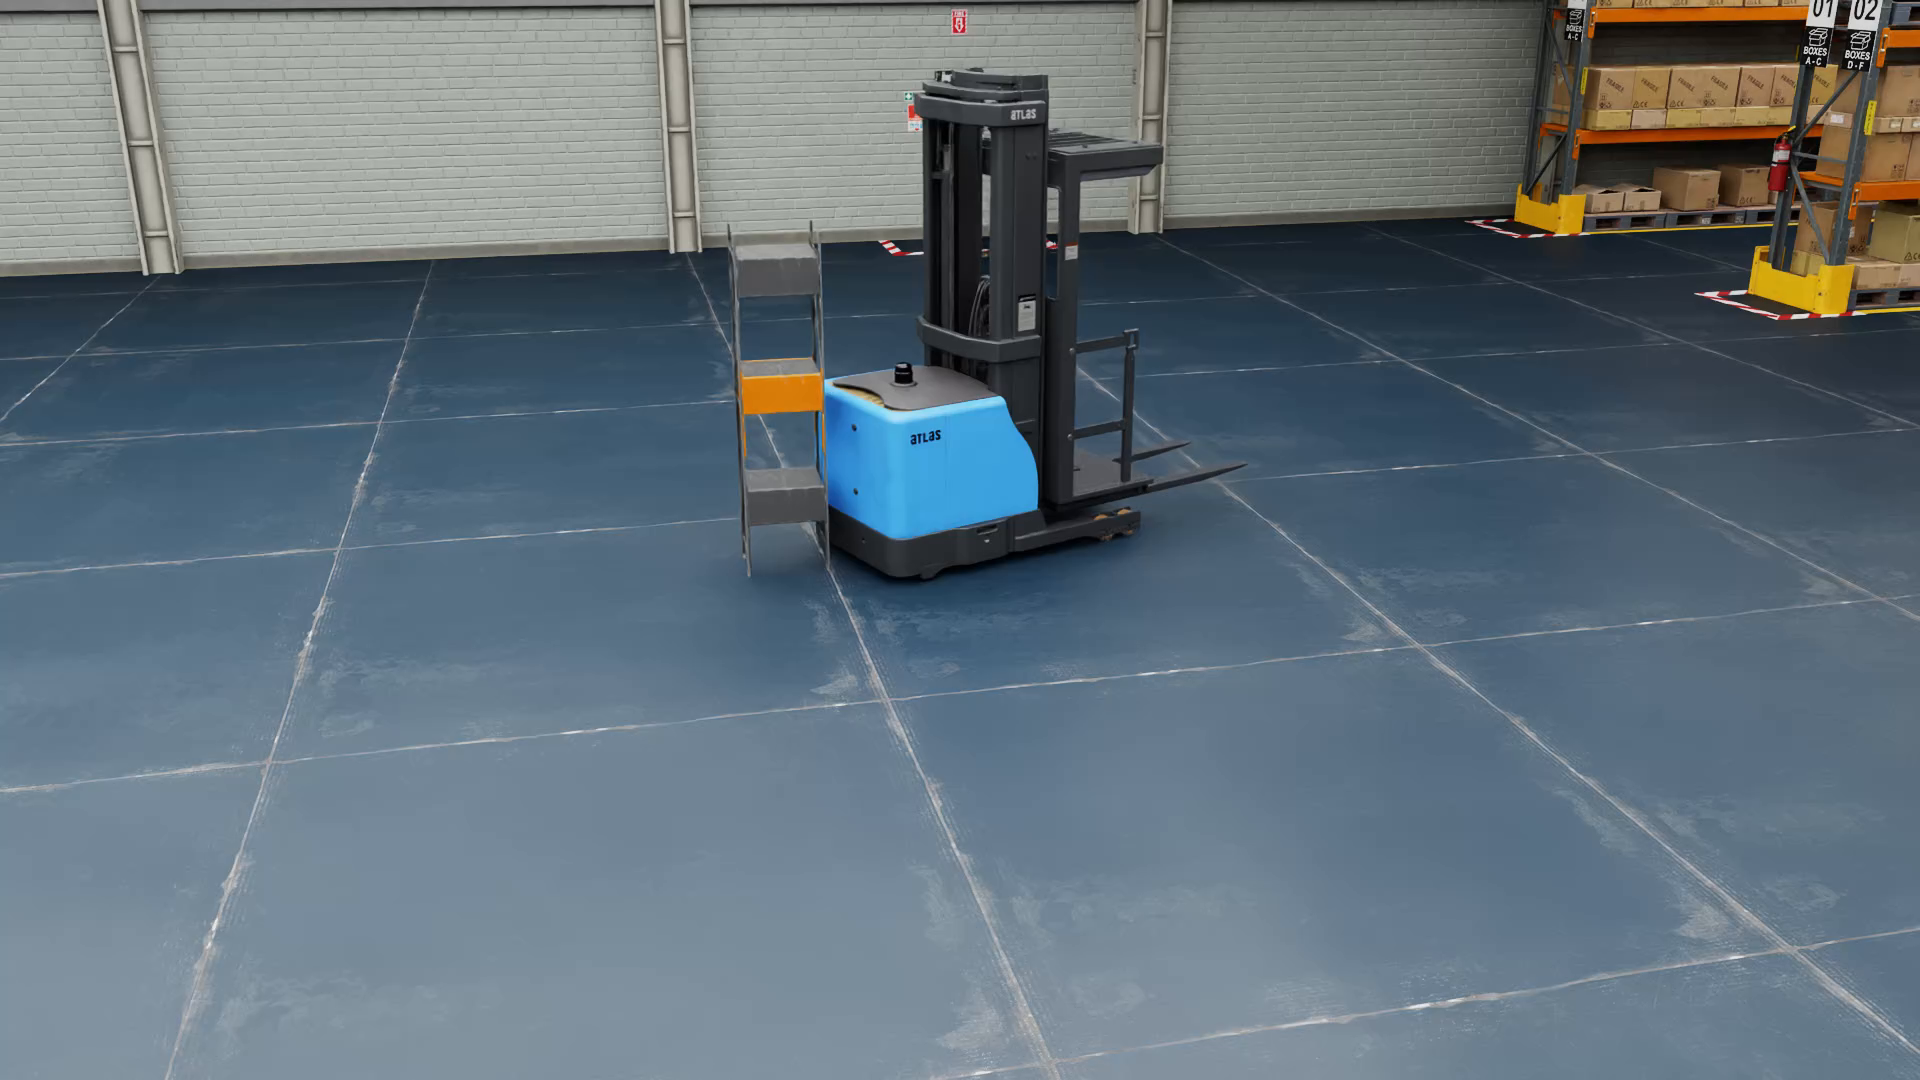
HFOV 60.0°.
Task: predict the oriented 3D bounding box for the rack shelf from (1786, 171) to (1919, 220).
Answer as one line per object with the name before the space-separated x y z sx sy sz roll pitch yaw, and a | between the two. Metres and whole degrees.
rack shelf | 10.882 -3.765 17.778 4.000 0.370 1.077 -5 21 -12

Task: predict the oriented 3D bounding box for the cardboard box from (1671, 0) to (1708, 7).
cardboard box | 9.210 -7.083 21.255 0.500 0.500 0.500 -4 20 -10

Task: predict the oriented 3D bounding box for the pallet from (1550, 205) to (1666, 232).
pallet | 8.664 -4.352 22.388 1.213 0.211 1.003 -5 21 -12

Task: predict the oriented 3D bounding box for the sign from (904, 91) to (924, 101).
sign | -0.534 -5.544 20.765 0.331 0.109 0.001 -5 21 -12

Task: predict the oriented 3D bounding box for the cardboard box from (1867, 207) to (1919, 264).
cardboard box | 9.995 -3.211 17.517 0.500 0.500 0.500 -5 21 -12

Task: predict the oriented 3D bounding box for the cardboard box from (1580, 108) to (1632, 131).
cardboard box | 8.340 -5.474 21.586 0.500 0.250 0.500 -5 21 -14

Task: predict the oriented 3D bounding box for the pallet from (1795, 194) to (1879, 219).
pallet | 12.442 -4.672 23.262 1.213 0.211 1.003 -5 21 -12

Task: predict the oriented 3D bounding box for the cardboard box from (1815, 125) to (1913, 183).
cardboard box | 9.393 -4.024 17.294 0.500 0.500 0.700 -5 21 -12

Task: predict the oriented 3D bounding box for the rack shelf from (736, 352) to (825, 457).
rack shelf | -1.090 -0.824 10.045 0.480 0.518 0.431 -4 21 -11

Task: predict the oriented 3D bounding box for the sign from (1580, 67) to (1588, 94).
sign | 7.917 -5.827 21.104 0.005 0.325 0.100 -5 21 -12

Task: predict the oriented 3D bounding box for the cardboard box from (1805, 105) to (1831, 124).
cardboard box | 11.293 -5.719 22.256 0.500 0.250 0.500 -5 21 -12

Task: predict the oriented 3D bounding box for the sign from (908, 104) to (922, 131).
sign | -0.541 -5.297 20.863 0.234 0.329 0.001 -5 21 -12

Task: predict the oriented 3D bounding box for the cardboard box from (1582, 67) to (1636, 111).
cardboard box | 8.326 -5.831 21.470 0.500 0.500 0.500 -5 21 -12

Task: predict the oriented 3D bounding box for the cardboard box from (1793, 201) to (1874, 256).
cardboard box | 9.389 -3.345 17.882 0.500 0.500 0.500 -5 21 -12

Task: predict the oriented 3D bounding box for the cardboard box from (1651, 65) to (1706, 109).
cardboard box | 9.313 -5.905 21.674 0.500 0.500 0.500 -5 21 -14

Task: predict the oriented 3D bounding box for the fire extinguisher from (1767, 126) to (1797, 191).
fire extinguisher | 8.713 -4.055 17.635 0.183 0.674 0.296 -5 21 -12

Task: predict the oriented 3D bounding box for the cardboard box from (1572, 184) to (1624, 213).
cardboard box | 8.486 -4.571 22.202 0.500 0.311 0.500 -7 21 -19

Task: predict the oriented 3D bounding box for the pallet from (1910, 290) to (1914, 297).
pallet | 10.855 -2.805 18.166 1.213 0.211 1.003 -5 21 -12

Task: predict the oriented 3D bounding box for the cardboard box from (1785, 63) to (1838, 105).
cardboard box | 11.296 -6.069 22.121 0.500 0.500 0.500 -5 21 -13

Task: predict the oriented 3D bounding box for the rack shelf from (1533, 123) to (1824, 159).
rack shelf | 9.738 -5.423 22.304 4.000 0.370 1.077 -5 21 -12

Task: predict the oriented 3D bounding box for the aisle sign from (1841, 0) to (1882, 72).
aisle sign | 8.942 -5.058 16.481 0.004 0.787 0.394 -5 21 -12

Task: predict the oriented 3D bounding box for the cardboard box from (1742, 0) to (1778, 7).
cardboard box | 10.224 -7.169 21.489 0.500 0.500 0.500 -5 21 -15

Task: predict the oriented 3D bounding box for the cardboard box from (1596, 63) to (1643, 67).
cardboard box | 8.694 -6.039 22.037 0.500 0.500 0.500 -4 21 -12

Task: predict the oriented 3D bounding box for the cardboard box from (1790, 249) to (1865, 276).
cardboard box | 9.389 -2.992 18.009 0.500 0.250 0.500 -5 21 -12

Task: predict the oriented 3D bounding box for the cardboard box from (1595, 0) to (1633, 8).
cardboard box | 8.175 -7.010 21.055 0.500 0.500 0.500 -4 21 -11

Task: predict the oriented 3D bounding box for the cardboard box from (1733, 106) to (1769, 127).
cardboard box | 10.321 -5.638 22.033 0.500 0.250 0.500 -5 21 -13

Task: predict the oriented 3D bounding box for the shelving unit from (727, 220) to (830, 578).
shelving unit | -1.090 -0.837 10.040 0.503 2.100 0.431 -4 21 -11

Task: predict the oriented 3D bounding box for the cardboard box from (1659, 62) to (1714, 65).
cardboard box | 9.686 -6.121 22.262 0.500 0.500 0.500 -4 21 -12

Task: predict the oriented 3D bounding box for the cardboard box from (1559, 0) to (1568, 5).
cardboard box | 8.140 -7.185 21.533 0.500 0.500 0.500 -3 20 -9

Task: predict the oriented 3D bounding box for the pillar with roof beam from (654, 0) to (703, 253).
pillar with roof beam | -2.413 -6.374 15.131 0.400 9.000 9.100 -5 21 -12

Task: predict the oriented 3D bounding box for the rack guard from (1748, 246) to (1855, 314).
rack guard | 8.912 -2.769 17.647 0.348 0.500 1.175 -5 21 -12

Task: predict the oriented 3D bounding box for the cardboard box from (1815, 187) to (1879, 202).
cardboard box | 12.397 -5.016 23.141 0.500 0.500 0.700 -4 20 -11

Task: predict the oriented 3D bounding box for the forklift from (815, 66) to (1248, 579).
forklift | 0.580 -1.510 10.677 3.031 2.935 1.130 -13 24 -32

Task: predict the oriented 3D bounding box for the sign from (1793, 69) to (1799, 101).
sign | 8.824 -4.782 17.481 0.005 0.325 0.100 -5 21 -12

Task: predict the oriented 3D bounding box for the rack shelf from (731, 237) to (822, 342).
rack shelf | -1.088 -1.479 9.798 0.480 0.518 0.431 -4 21 -11

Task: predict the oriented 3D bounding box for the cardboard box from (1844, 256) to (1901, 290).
cardboard box | 9.508 -2.819 17.536 0.500 0.250 0.500 -5 21 -12

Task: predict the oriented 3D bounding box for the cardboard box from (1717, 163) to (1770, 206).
cardboard box | 10.684 -4.857 22.706 0.500 0.500 0.500 -6 21 -17

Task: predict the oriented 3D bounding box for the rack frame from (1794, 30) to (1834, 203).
rack frame | 11.684 -5.919 22.613 0.127 3.000 1.000 -5 21 -12

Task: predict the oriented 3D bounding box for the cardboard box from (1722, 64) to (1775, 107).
cardboard box | 10.319 -5.992 21.909 0.500 0.500 0.500 -5 21 -14

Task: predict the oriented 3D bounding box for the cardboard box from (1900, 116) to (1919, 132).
cardboard box | 9.623 -4.277 17.041 0.250 0.149 0.380 -5 21 -14

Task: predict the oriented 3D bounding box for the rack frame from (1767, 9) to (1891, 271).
rack frame | 8.935 -3.945 17.222 0.127 3.000 1.000 -5 21 -12

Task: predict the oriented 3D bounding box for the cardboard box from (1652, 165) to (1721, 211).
cardboard box | 9.766 -4.747 22.406 0.500 0.500 0.700 -6 21 -16

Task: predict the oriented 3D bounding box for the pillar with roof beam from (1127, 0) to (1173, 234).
pillar with roof beam | 3.426 -6.849 16.428 0.400 9.000 9.100 -5 21 -12

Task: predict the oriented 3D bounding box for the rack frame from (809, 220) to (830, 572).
rack frame | -0.851 -0.855 10.088 0.015 2.100 0.400 -4 21 -11

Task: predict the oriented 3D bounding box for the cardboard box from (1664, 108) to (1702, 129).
cardboard box | 9.339 -5.558 21.816 0.500 0.250 0.500 -5 21 -13

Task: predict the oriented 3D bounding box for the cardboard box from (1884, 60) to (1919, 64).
cardboard box | 9.955 -4.681 17.201 0.500 0.500 0.700 -5 21 -14

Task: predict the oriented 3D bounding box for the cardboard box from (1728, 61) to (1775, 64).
cardboard box | 10.675 -6.203 22.487 0.500 0.500 0.500 -5 21 -13
